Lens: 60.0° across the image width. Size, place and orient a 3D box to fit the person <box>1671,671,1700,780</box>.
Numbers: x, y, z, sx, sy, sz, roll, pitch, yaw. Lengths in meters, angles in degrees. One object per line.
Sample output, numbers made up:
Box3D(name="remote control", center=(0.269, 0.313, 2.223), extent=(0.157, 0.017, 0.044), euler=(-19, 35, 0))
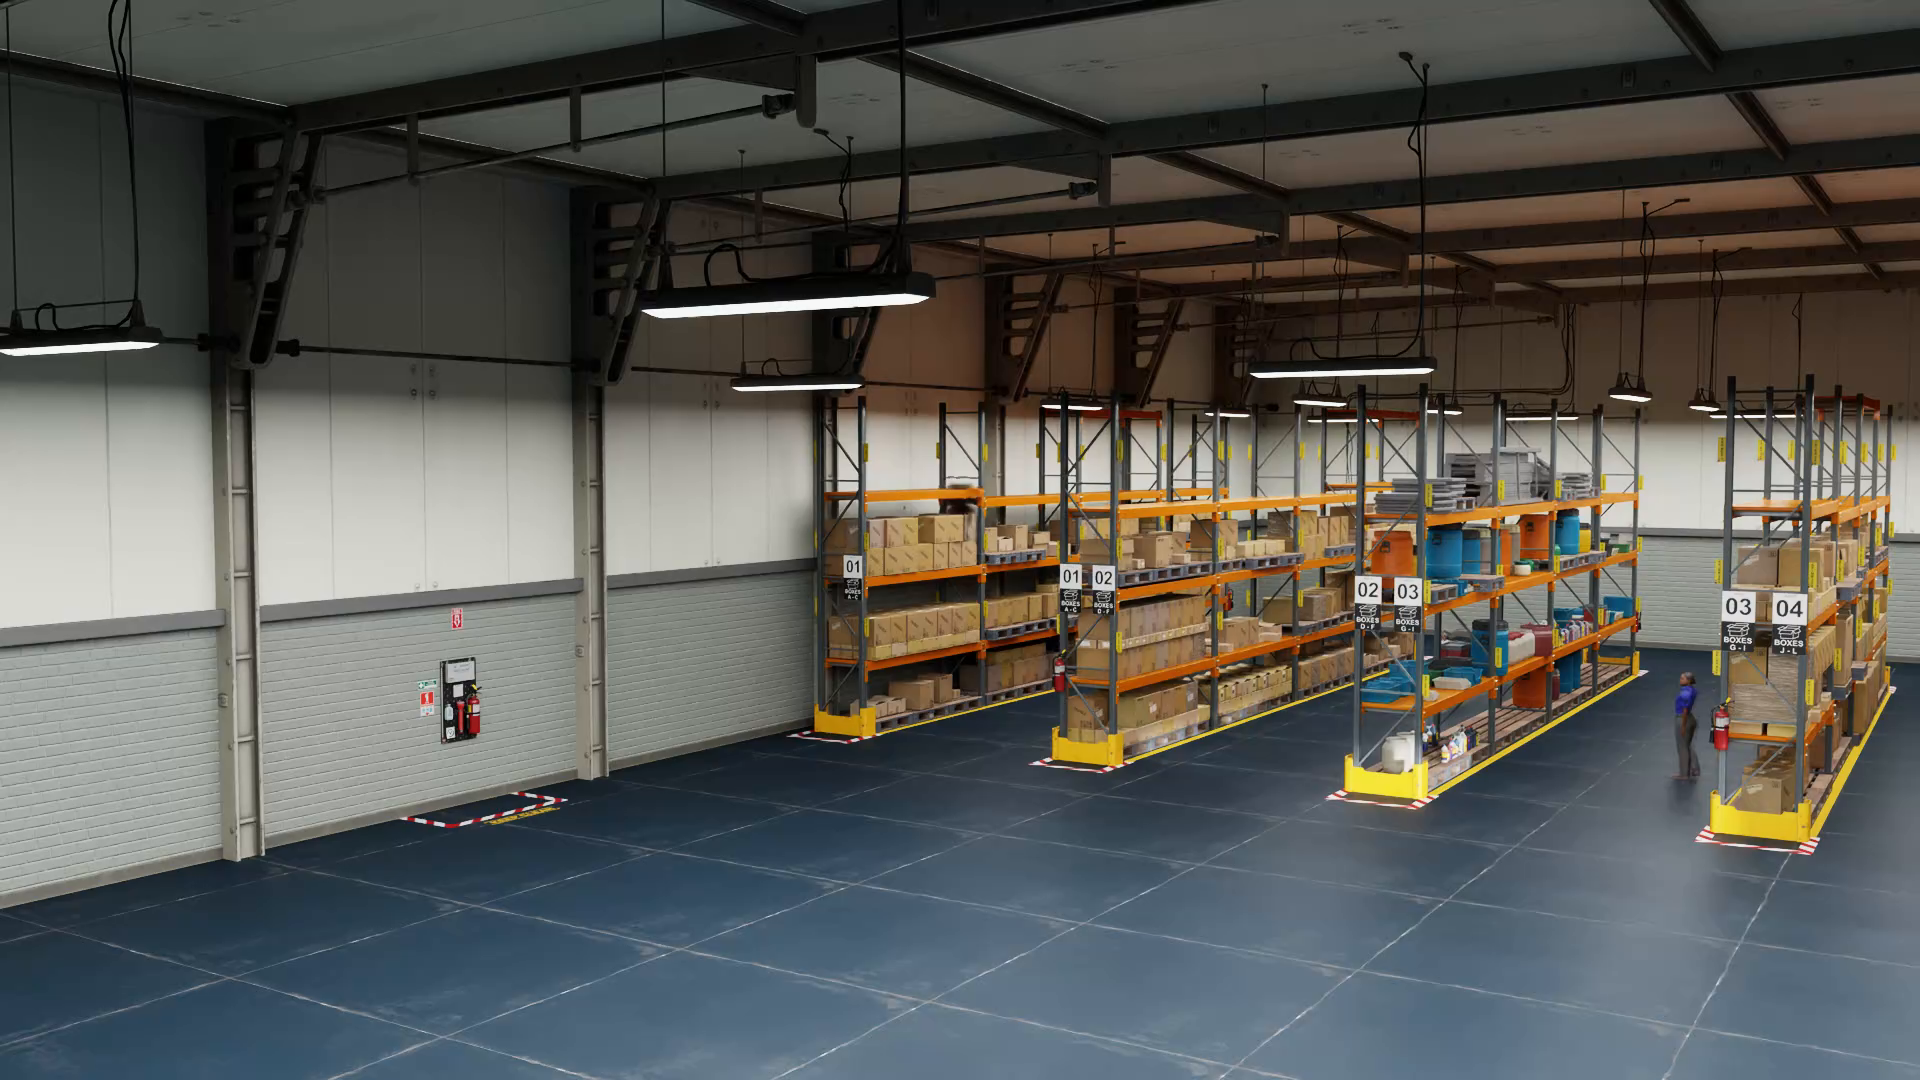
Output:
Box3D(name="person", center=(11.104, 2.843, 25.445), extent=(0.449, 1.647, 0.442), euler=(-3, 4, -43))

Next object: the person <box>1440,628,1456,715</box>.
Box3D(name="person", center=(9.344, 2.513, 31.922), extent=(0.559, 1.649, 0.531), euler=(2, 4, 37))
